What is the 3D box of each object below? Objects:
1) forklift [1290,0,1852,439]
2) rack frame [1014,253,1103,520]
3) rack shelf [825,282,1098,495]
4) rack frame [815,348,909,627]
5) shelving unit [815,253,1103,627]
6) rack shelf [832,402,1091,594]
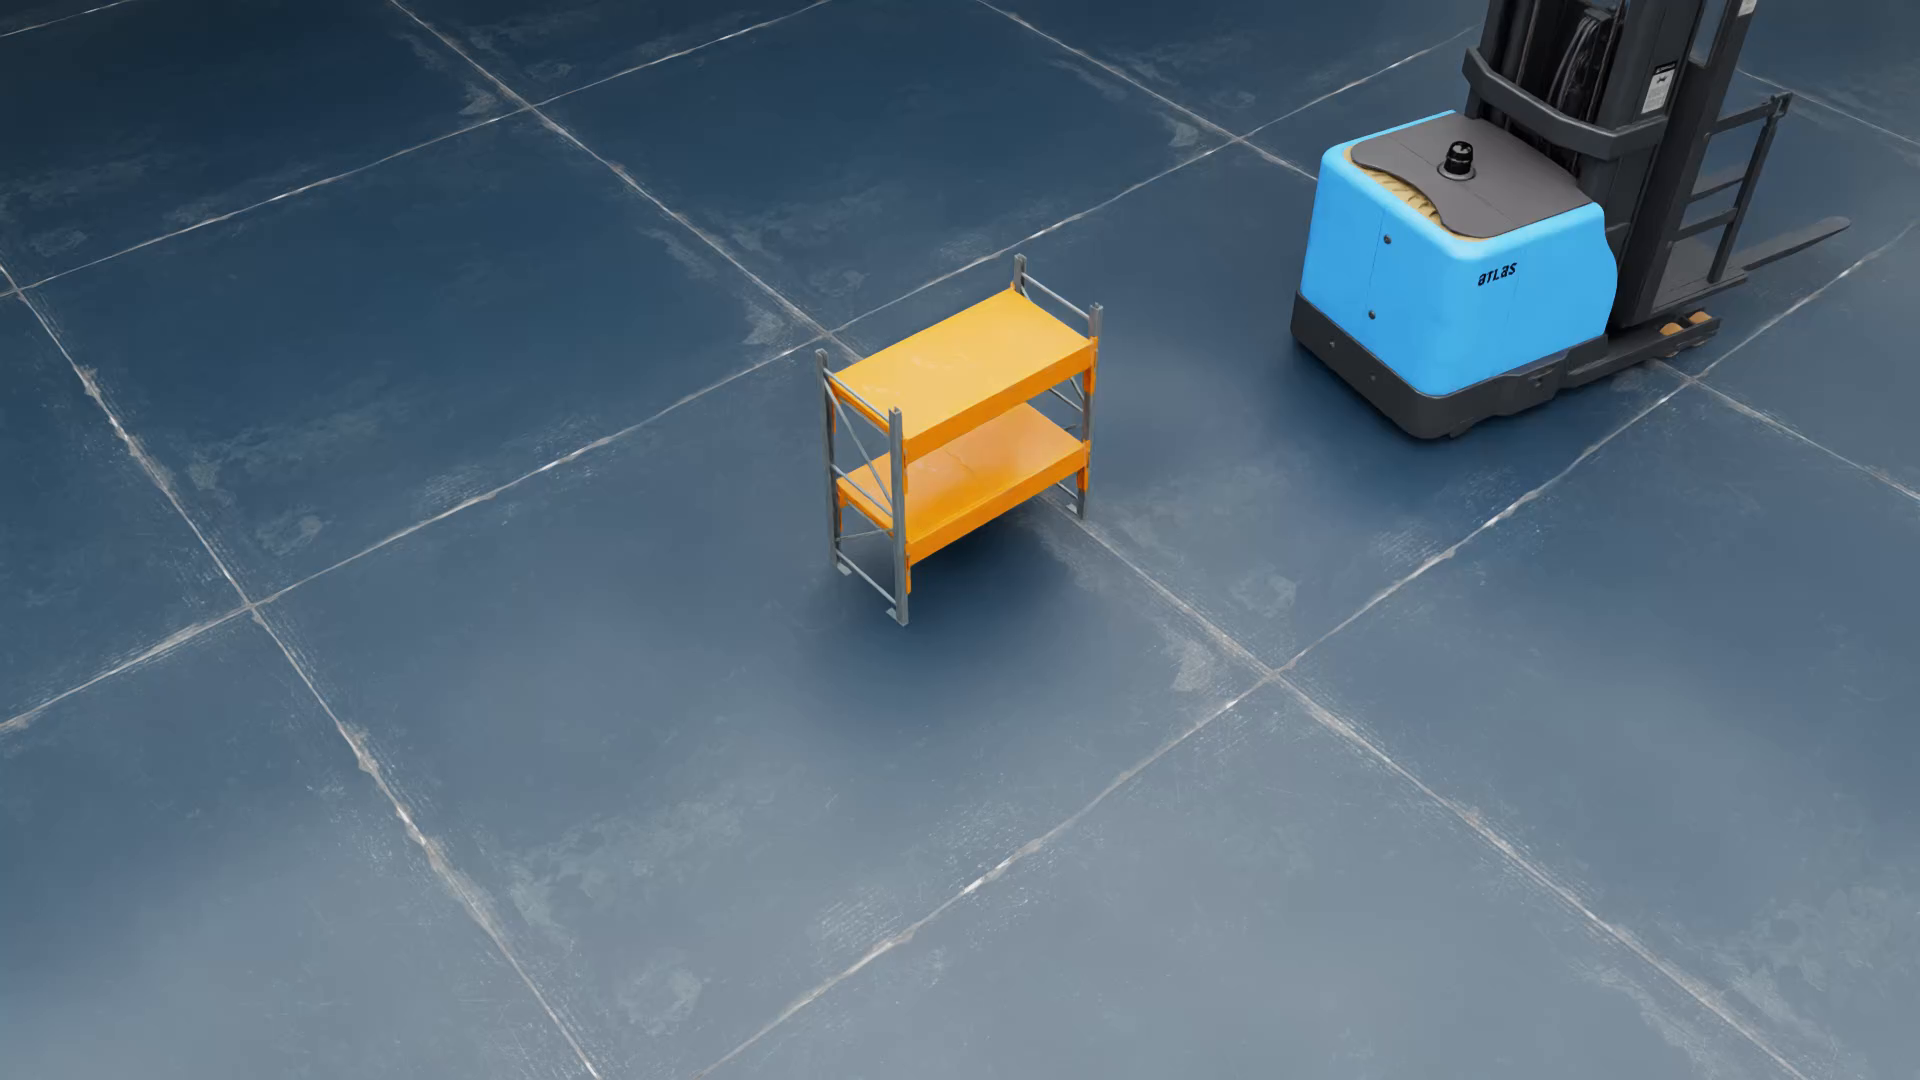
[{"bbox_3d":[3.180,-2.268,7.524,3.031,2.935,1.130,-21,47,-21],"label":"forklift"},{"bbox_3d":[0.395,-0.636,7.106,0.032,1.125,0.500,-30,51,-28],"label":"rack frame"},{"bbox_3d":[0.005,-0.626,6.668,1.000,0.278,0.538,-30,51,-28],"label":"rack shelf"},{"bbox_3d":[-0.385,-0.190,6.630,0.032,1.125,0.500,-30,51,-28],"label":"rack frame"},{"bbox_3d":[0.005,-0.413,6.868,1.048,1.125,0.538,-30,51,-28],"label":"shelving unit"},{"bbox_3d":[0.005,-0.235,7.035,1.000,0.278,0.538,-30,51,-28],"label":"rack shelf"}]
